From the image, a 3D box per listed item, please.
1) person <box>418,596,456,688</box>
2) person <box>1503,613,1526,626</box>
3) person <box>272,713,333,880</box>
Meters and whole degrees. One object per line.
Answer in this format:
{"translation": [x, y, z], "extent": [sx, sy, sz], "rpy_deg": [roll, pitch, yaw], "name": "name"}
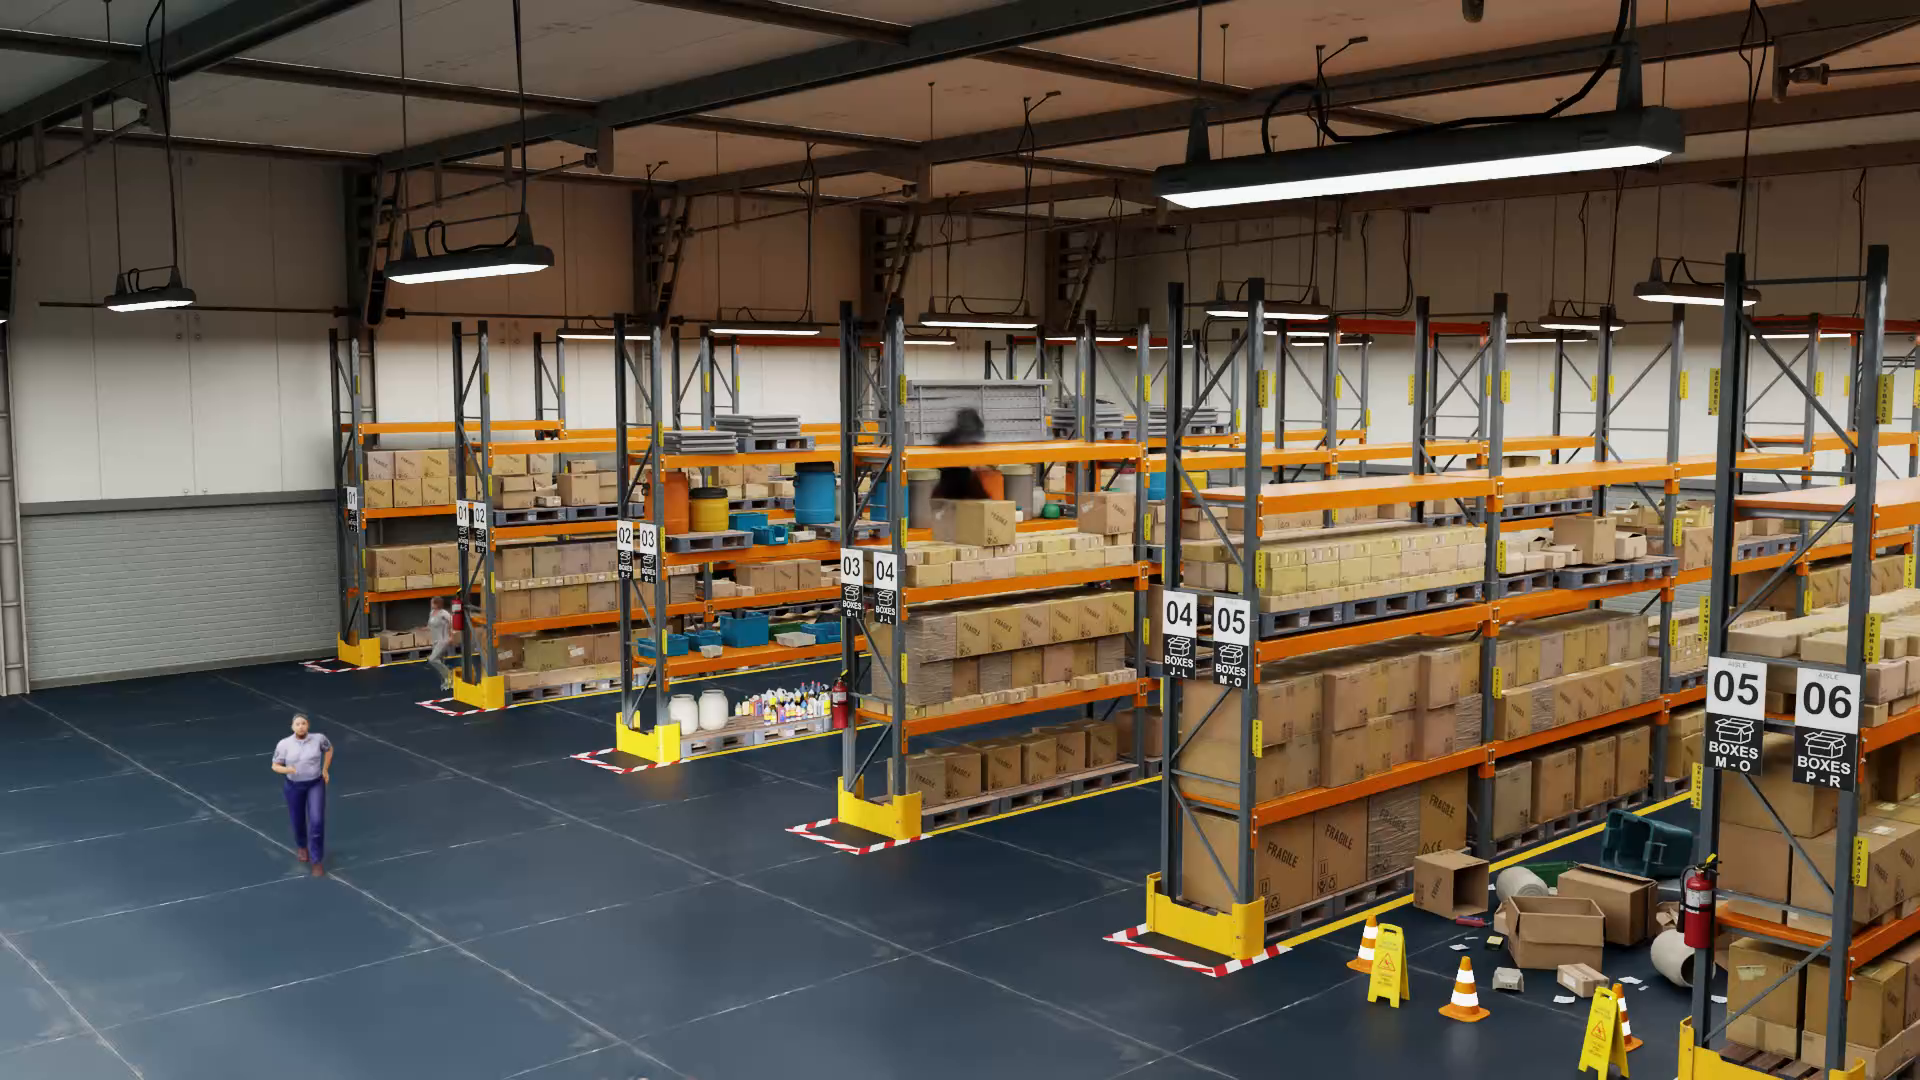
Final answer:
{"translation": [-8.560, 1.684, 27.292], "extent": [0.576, 1.545, 0.613], "rpy_deg": [5, 7, 41], "name": "person"}
{"translation": [8.246, 1.827, 24.747], "extent": [0.639, 1.741, 0.645], "rpy_deg": [4, 7, 38], "name": "person"}
{"translation": [-6.849, 2.644, 17.360], "extent": [0.593, 1.692, 0.816], "rpy_deg": [-2, 6, -20], "name": "person"}
